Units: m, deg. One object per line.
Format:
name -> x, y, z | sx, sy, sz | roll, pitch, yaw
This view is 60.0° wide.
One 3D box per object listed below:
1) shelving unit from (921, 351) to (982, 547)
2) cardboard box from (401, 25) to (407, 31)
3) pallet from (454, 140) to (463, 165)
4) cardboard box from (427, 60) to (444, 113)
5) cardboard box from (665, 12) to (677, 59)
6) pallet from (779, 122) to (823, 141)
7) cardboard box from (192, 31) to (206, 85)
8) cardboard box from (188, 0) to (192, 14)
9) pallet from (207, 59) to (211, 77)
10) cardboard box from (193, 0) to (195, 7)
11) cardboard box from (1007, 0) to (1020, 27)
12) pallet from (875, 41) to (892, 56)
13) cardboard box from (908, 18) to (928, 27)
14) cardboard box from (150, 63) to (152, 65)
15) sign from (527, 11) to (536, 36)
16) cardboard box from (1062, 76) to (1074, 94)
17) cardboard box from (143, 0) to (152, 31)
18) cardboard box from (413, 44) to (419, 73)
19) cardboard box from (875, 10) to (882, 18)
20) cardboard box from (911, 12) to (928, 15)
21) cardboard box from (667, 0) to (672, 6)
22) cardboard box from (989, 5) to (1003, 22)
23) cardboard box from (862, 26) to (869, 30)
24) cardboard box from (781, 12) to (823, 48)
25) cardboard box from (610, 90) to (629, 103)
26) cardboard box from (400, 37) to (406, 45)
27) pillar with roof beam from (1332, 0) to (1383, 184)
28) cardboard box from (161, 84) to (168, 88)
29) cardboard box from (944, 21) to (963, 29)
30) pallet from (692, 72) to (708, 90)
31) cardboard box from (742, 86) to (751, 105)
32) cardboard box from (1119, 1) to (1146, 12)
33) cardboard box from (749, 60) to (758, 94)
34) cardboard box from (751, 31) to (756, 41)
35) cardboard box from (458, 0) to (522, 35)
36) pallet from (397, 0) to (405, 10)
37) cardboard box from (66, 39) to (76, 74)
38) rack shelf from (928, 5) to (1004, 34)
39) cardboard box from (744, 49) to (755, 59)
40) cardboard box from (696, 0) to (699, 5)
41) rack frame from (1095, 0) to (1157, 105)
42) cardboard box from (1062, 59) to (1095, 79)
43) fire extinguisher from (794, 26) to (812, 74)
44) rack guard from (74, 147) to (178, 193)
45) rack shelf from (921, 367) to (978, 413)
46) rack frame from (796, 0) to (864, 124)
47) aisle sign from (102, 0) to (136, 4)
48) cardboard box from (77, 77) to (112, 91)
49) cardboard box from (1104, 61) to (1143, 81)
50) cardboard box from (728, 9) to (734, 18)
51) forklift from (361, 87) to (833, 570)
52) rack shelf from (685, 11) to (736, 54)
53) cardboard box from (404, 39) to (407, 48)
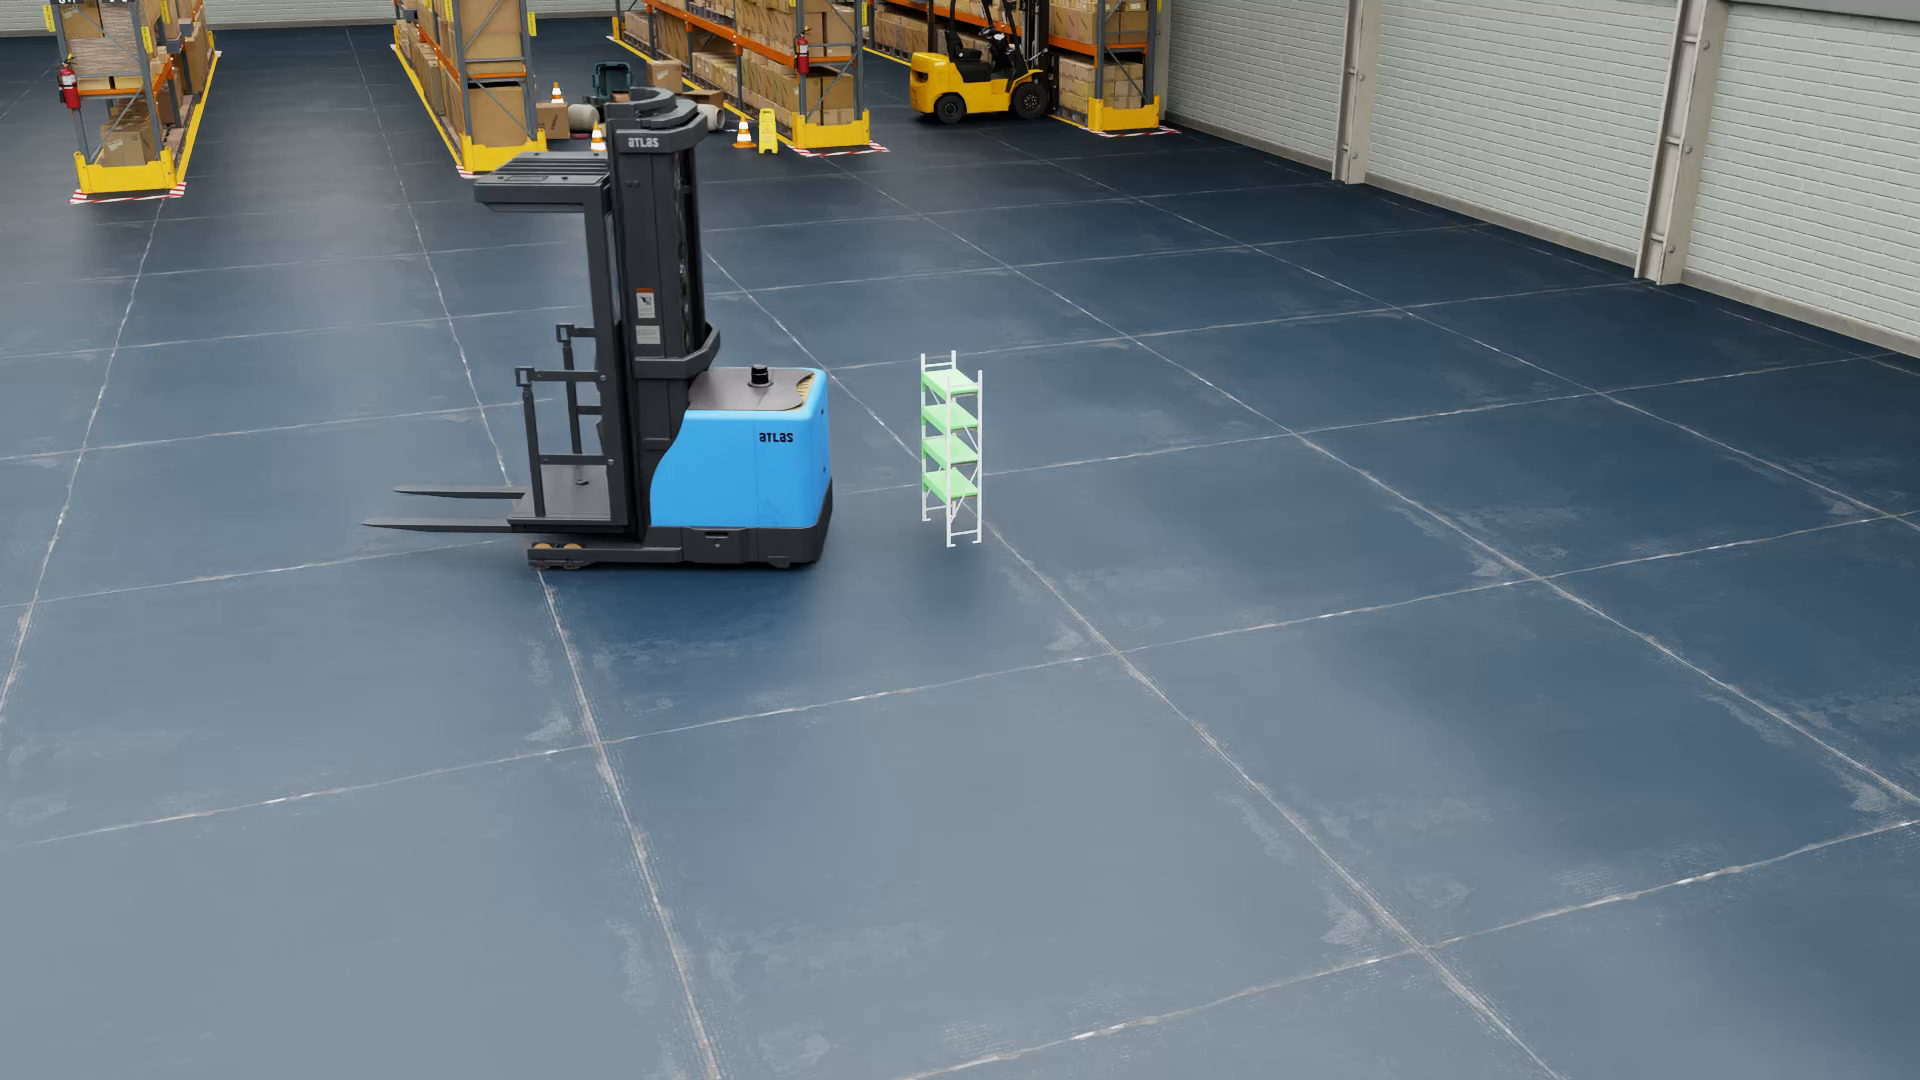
shelving unit -> -0.058, -0.613, 11.160 | 0.258, 1.200, 0.503 | -8, 24, -19
cardboard box -> -11.862, -11.026, 35.911 | 0.380, 0.149, 0.250 | -8, 24, -18
pallet -> -6.916, -5.765, 24.657 | 1.003, 0.211, 1.213 | -8, 24, -19
cardboard box -> -8.277, -7.594, 27.761 | 1.050, 0.750, 0.750 | -8, 24, -19
cardboard box -> -5.584, -10.520, 34.542 | 0.875, 0.875, 0.875 | -8, 24, -17
pallet -> -2.246, -6.529, 26.469 | 1.003, 0.211, 1.213 | -8, 24, -19
cardboard box -> -14.595, -8.827, 30.525 | 1.225, 0.875, 0.875 | -8, 24, -19
cardboard box -> -14.887, -10.220, 31.507 | 0.500, 0.500, 0.500 | -8, 24, -17
pallet -> -15.671, -9.489, 33.492 | 1.003, 0.211, 1.213 | -8, 24, -19
cardboard box -> -15.362, -10.620, 32.908 | 0.380, 0.149, 0.250 | -9, 25, -21
cardboard box -> 1.176, -9.471, 29.731 | 0.500, 0.500, 0.500 | -9, 24, -20
pallet -> -1.240, -10.954, 36.967 | 1.003, 0.211, 1.213 | -8, 24, -19
cardboard box -> -0.877, -10.950, 35.211 | 0.380, 0.149, 0.250 | -9, 24, -20
cardboard box -> -11.562, -6.601, 23.372 | 0.380, 0.149, 0.250 | -8, 24, -19
sign -> -6.039, -7.280, 23.444 | 0.100, 0.325, 0.005 | -8, 24, -19
cardboard box -> 2.045, -7.643, 27.878 | 0.500, 0.250, 0.500 | -9, 24, -20
cardboard box -> -11.346, -7.191, 22.649 | 0.500, 0.500, 0.500 | -8, 24, -19
cardboard box -> -10.246, -9.301, 32.134 | 0.500, 0.500, 0.500 | -9, 25, -21
cardboard box -> -1.684, -11.703, 36.996 | 0.380, 0.149, 0.250 | -7, 24, -16
cardboard box -> -0.855, -11.504, 36.525 | 0.380, 0.149, 0.250 | -10, 25, -22
cardboard box -> -5.571, -10.841, 33.302 | 0.500, 0.250, 0.500 | -9, 24, -20
cardboard box -> 0.841, -9.700, 30.596 | 0.500, 0.250, 0.500 | -8, 24, -18
cardboard box -> -2.160, -11.755, 38.256 | 0.396, 0.266, 0.258 | -7, 24, -17
cardboard box -> -2.415, -7.829, 25.451 | 0.500, 0.500, 0.500 | -9, 24, -20
cardboard box -> -5.292, -7.028, 27.102 | 0.797, 0.637, 0.503 | -8, 24, -19
cardboard box -> -12.076, -10.949, 36.494 | 0.380, 0.149, 0.250 | -8, 24, -18
pillar with roof beam -> 1.366, -8.539, 19.924 | 9.100, 9.000, 0.400 | -8, 24, -19
cardboard box -> -12.997, -7.033, 26.726 | 0.700, 0.500, 0.500 | -8, 24, -19
cardboard box -> -0.111, -10.749, 34.733 | 0.380, 0.149, 0.250 | -8, 24, -17
pallet -> -4.517, -8.824, 31.914 | 1.003, 0.211, 1.213 | -8, 24, -19
cardboard box -> -3.423, -7.615, 28.455 | 0.500, 0.250, 0.500 | -10, 25, -21
cardboard box -> 2.800, -8.673, 27.001 | 0.380, 0.149, 0.250 | -9, 24, -20
cardboard box -> -3.222, -7.768, 27.851 | 0.500, 0.500, 0.500 | -7, 24, -17
cardboard box -> -3.252, -8.394, 27.627 | 0.380, 0.149, 0.250 | -8, 24, -17
cardboard box -> -6.655, -7.477, 23.545 | 0.875, 0.550, 0.550 | -8, 24, -19
pallet -> -10.666, -10.745, 33.128 | 1.003, 0.211, 1.213 | -8, 24, -19
cardboard box -> -11.694, -6.679, 22.722 | 0.875, 0.500, 0.500 | -8, 24, -19
rack shelf -> 0.557, -10.017, 32.081 | 1.077, 0.370, 4.000 | -8, 24, -19
cardboard box -> -3.435, -8.206, 28.056 | 0.380, 0.149, 0.250 | -8, 24, -18
cardboard box -> -4.729, -10.114, 31.168 | 0.380, 0.149, 0.250 | -10, 25, -22
rack frame -> 2.677, -8.169, 26.769 | 1.000, 3.000, 0.127 | -8, 24, -19
cardboard box -> 2.037, -7.865, 27.761 | 0.500, 0.250, 0.500 | -8, 24, -18
fire extinguisher -> -2.356, -7.346, 24.917 | 0.296, 0.674, 0.183 | -8, 24, -19
rack guard -> -11.263, -5.003, 22.475 | 1.175, 0.500, 0.348 | -8, 24, -19
rack shelf -> -0.058, -0.996, 10.998 | 0.258, 0.148, 0.480 | -8, 24, -19
rack frame -> -1.965, -7.486, 25.150 | 1.000, 3.000, 0.127 | -8, 24, -19
aisle sign -> -10.934, -7.343, 21.464 | 0.394, 0.787, 0.004 | -8, 24, -19
cardboard box -> -11.530, -6.086, 22.152 | 0.380, 0.149, 0.250 | -8, 24, -19
cardboard box -> 2.684, -7.757, 27.504 | 0.500, 0.250, 0.500 | -9, 24, -20
cardboard box -> -3.818, -9.167, 28.919 | 0.380, 0.149, 0.250 | -8, 24, -18
forklift -> -2.414, -1.361, 10.705 | 3.031, 2.935, 1.130 | 1, 23, 2
rack shelf -> -4.085, -9.335, 30.462 | 1.077, 0.370, 4.000 | -8, 24, -19
cardboard box -> -11.427, -10.410, 34.834 | 0.380, 0.149, 0.250 | -9, 25, -21
